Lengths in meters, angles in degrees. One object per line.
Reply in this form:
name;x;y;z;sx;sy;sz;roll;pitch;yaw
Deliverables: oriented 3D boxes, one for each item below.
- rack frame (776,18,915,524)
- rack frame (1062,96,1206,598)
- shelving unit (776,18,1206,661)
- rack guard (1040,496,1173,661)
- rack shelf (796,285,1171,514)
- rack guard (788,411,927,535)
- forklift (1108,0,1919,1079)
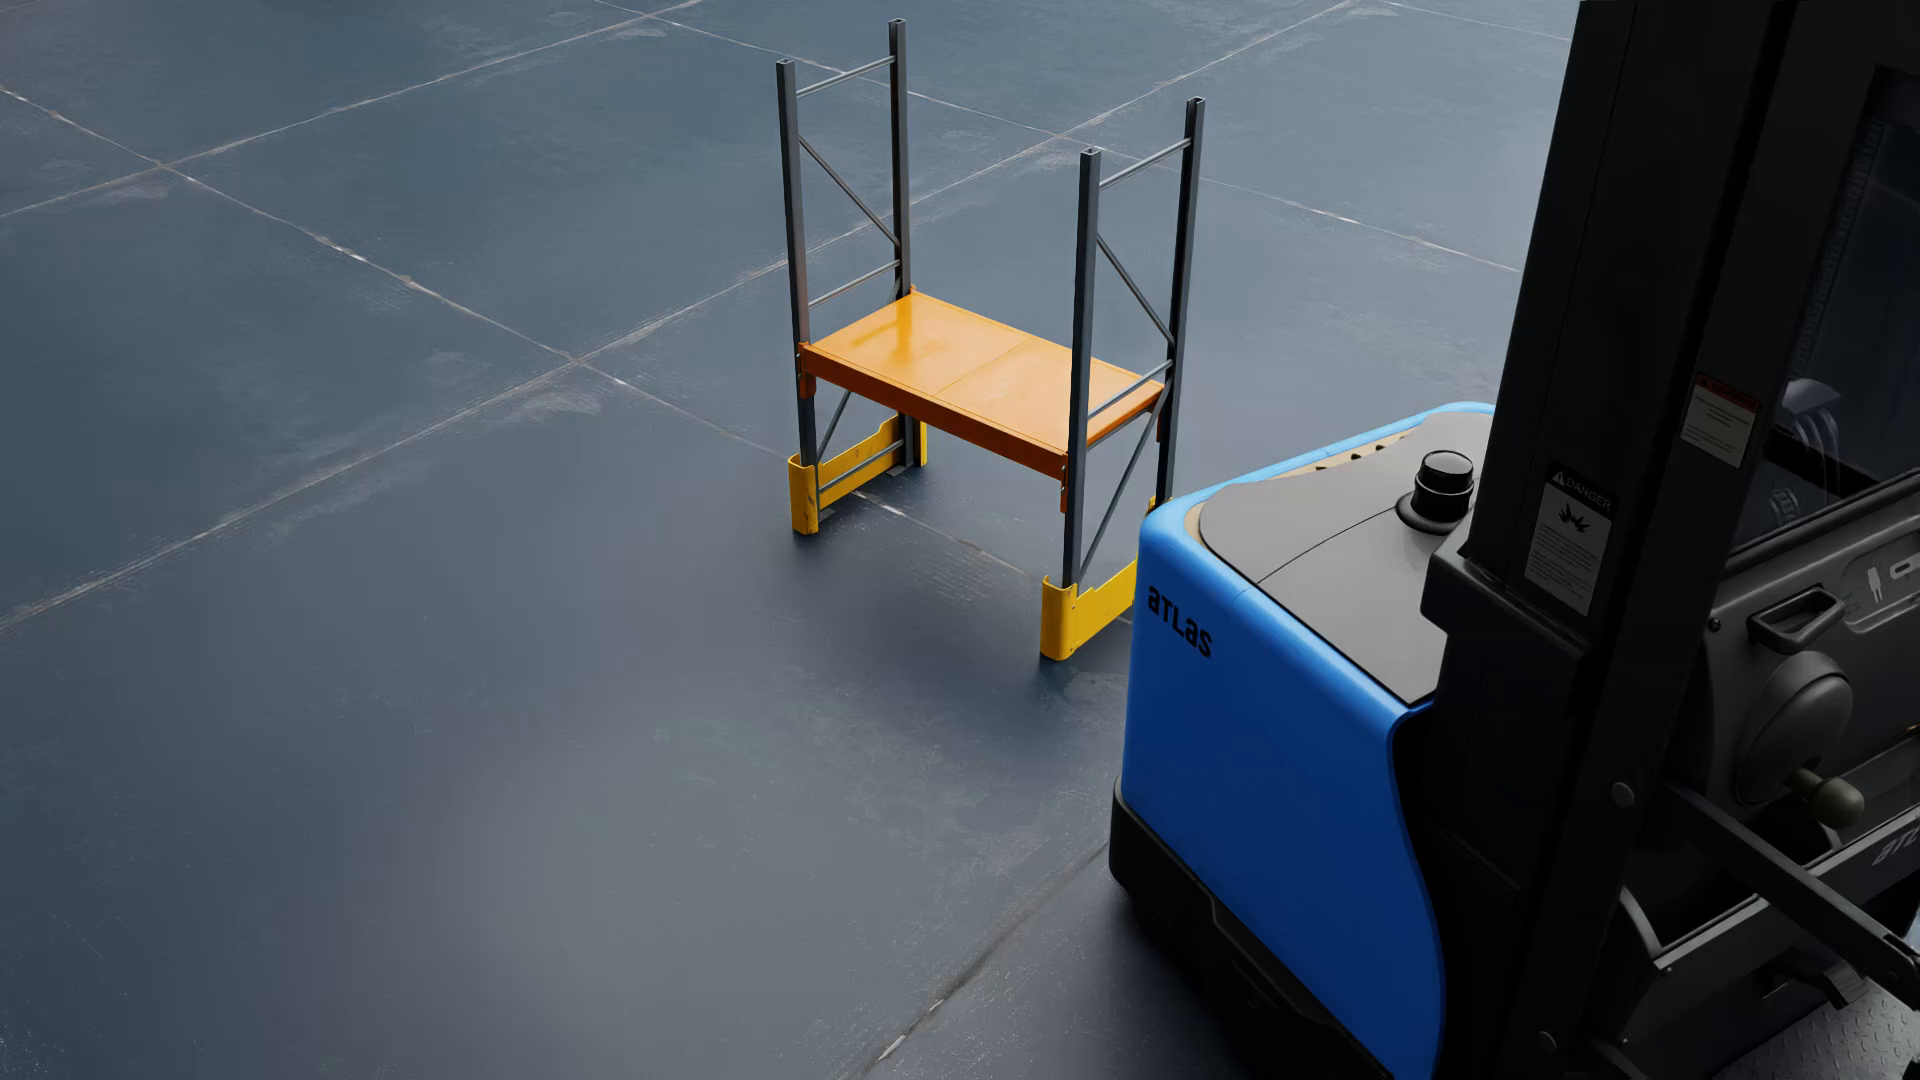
rack frame;-0.325;-0.771;5.049;0.032;1.500;0.500;25;42;32
rack frame;0.456;-0.403;4.512;0.032;1.500;0.500;25;42;32
shelving unit;0.059;-0.591;4.785;1.083;1.500;0.587;25;42;32
rack guard;0.441;0.105;4.876;0.087;0.250;0.587;25;42;32
rack shelf;0.066;-0.439;4.882;1.000;0.185;0.538;25;42;32
rack guard;-0.324;-0.256;5.402;0.087;0.250;0.587;25;42;32
forklift;1.545;0.190;2.384;1.130;2.935;3.031;-19;39;-25
